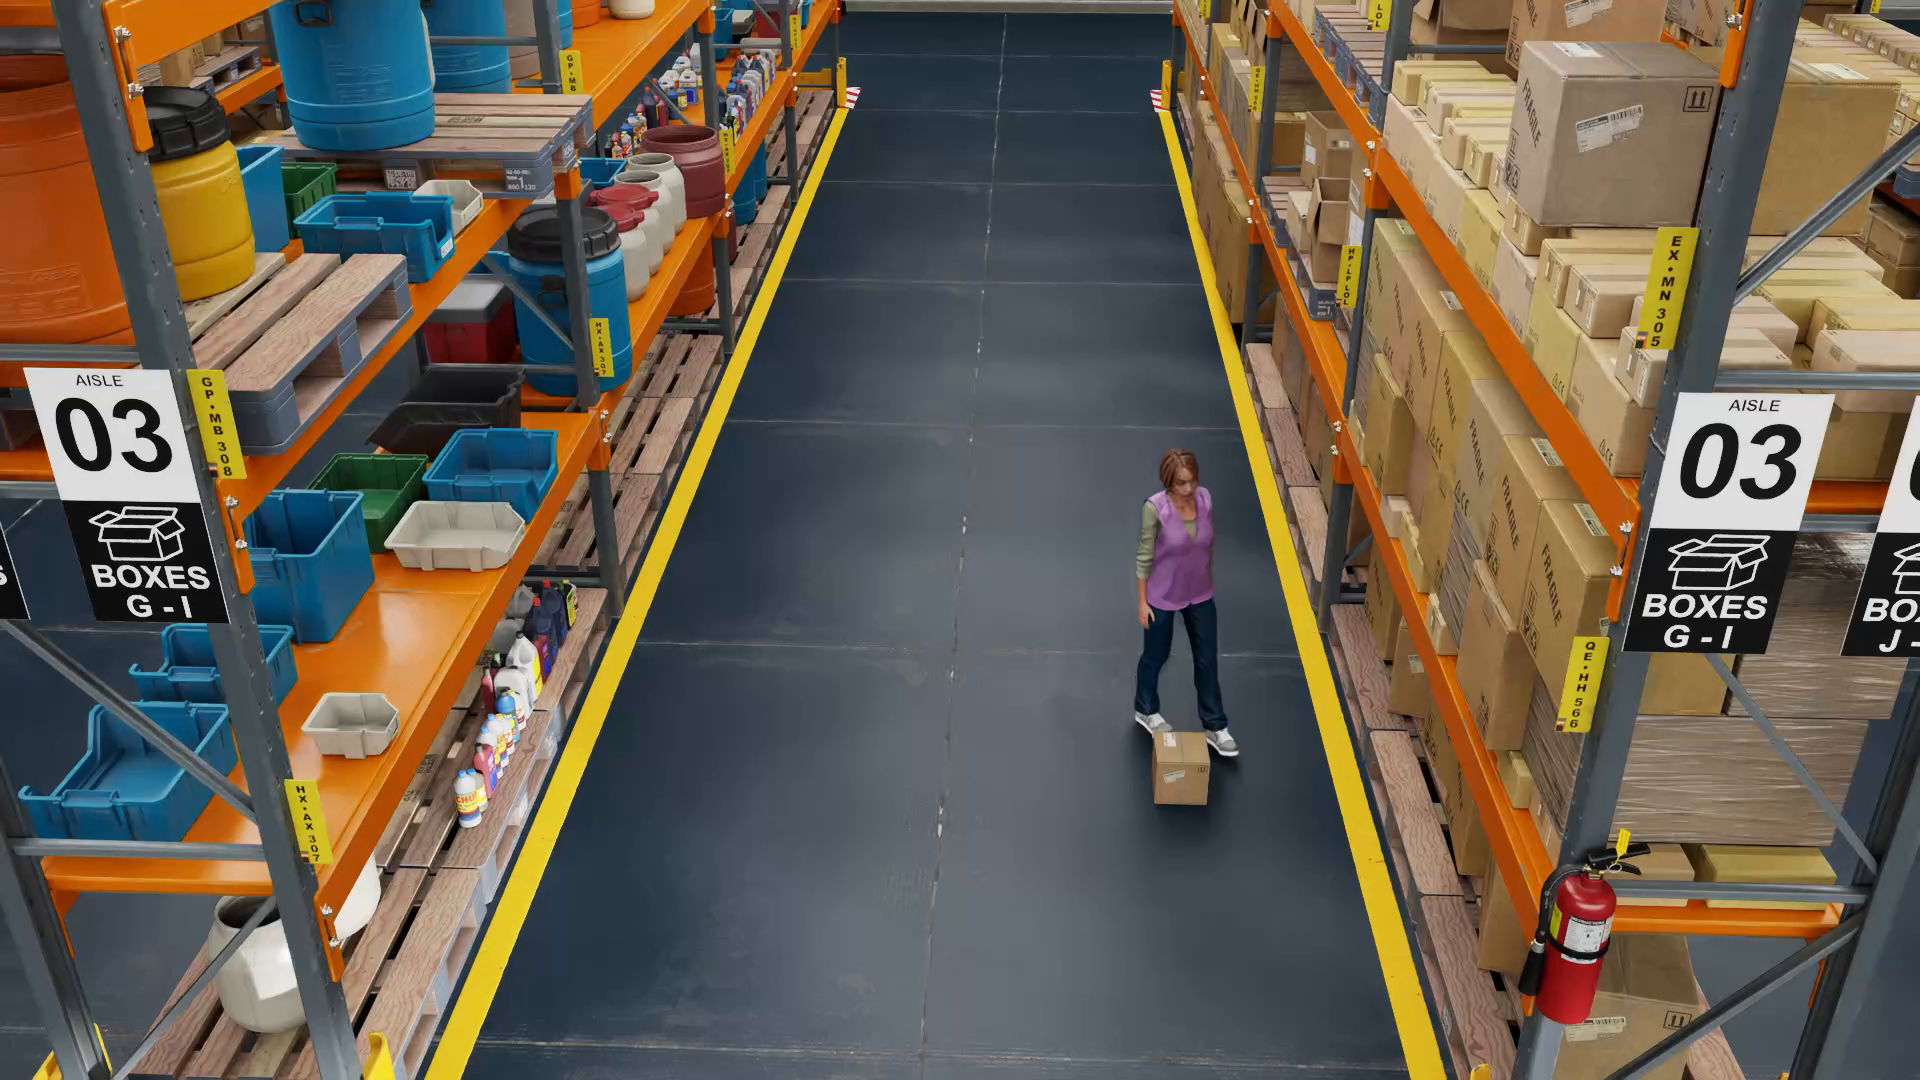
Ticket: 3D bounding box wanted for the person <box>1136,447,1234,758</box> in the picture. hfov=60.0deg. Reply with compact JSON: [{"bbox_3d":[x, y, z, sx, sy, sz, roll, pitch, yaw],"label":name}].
[{"bbox_3d":[1.105,0.317,8.037,0.423,1.599,0.598,-8,29,-15],"label":"person"}]
